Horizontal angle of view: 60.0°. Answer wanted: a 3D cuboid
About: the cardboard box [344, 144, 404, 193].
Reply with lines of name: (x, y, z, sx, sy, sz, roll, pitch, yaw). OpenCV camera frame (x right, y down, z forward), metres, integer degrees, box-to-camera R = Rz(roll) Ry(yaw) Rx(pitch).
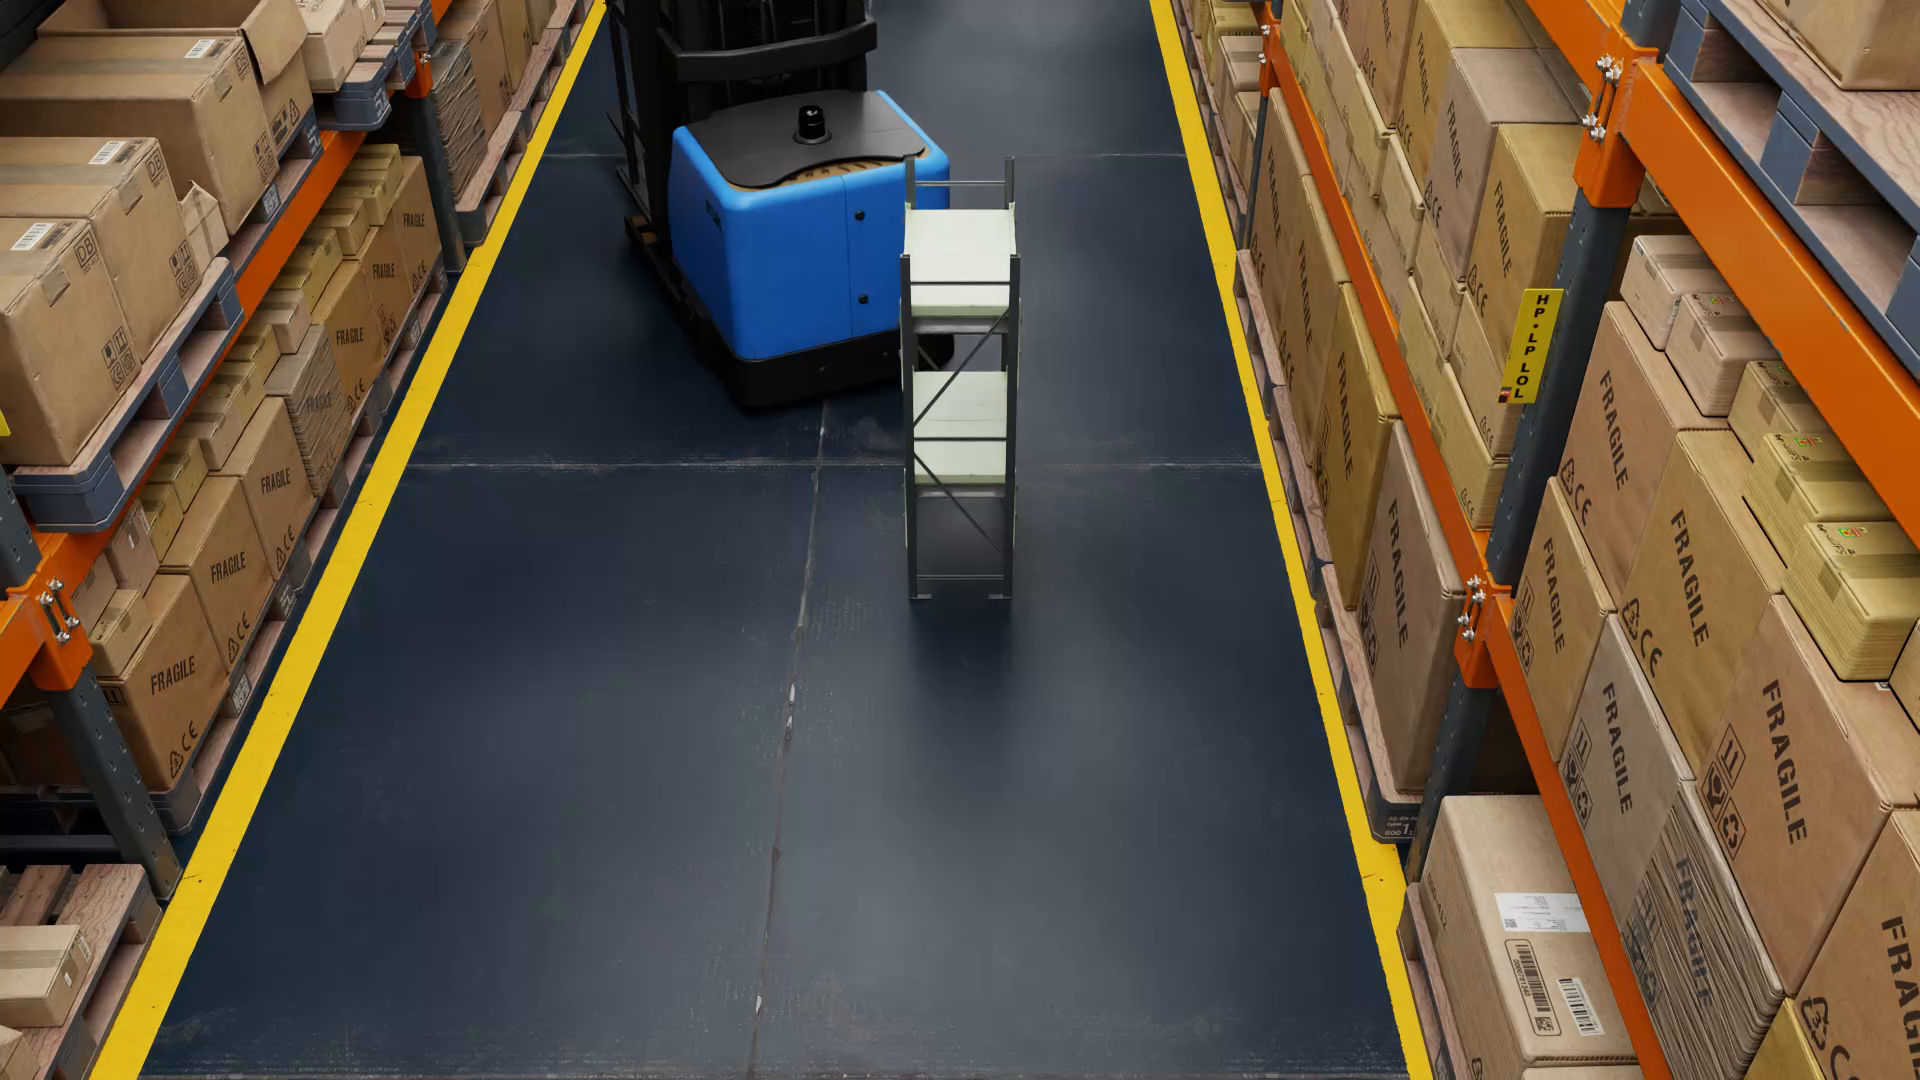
cardboard box: (-2.771, -1.686, 7.600, 0.380, 0.149, 0.250, -2, 39, -2)

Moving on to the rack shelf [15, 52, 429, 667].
rack shelf: (-3.023, -1.022, 6.202, 1.077, 0.370, 4.000, 0, 39, 0)

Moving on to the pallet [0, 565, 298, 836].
pallet: (-3.059, 0.528, 5.923, 1.003, 0.211, 1.213, 0, 39, 0)

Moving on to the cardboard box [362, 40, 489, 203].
cardboard box: (-3.012, -2.181, 8.635, 0.875, 0.625, 0.625, 1, 39, 1)

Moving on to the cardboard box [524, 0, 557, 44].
cardboard box: (-3.025, -3.480, 10.257, 0.875, 0.625, 0.625, 0, 39, 0)

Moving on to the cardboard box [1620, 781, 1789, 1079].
cardboard box: (1.672, 0.823, 3.245, 0.500, 0.500, 0.500, 0, 39, 0)

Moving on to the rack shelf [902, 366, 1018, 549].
rack shelf: (0.000, -0.335, 6.490, 0.431, 0.370, 0.720, 0, 39, 0)

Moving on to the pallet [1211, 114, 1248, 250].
pallet: (1.939, -1.960, 9.027, 1.003, 0.211, 1.213, 0, 39, 0)

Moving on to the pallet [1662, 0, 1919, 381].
pallet: (1.934, -0.682, 2.875, 1.003, 0.211, 1.213, 0, 39, 0)

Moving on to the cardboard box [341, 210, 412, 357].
cardboard box: (-2.820, -1.164, 7.467, 0.500, 0.500, 0.500, -1, 39, -1)

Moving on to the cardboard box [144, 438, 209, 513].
cardboard box: (-2.858, -0.223, 5.774, 0.380, 0.149, 0.250, -1, 39, -1)

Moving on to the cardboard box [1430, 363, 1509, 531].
cardboard box: (1.691, -0.280, 4.820, 0.500, 0.250, 0.500, -1, 39, -1)

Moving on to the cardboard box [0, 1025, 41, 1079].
cardboard box: (-2.726, 1.423, 4.427, 0.396, 0.266, 0.258, 1, 39, 2)

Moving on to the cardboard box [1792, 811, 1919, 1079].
cardboard box: (1.683, 0.763, 2.520, 0.500, 0.500, 0.500, 0, 39, 0)

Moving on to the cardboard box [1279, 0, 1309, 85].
cardboard box: (1.688, -2.194, 7.210, 0.500, 0.250, 0.500, -1, 39, -1)

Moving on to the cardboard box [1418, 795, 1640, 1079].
cardboard box: (1.837, 1.171, 4.603, 0.875, 0.438, 0.875, -1, 39, -1)

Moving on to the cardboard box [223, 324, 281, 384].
cardboard box: (-2.848, -0.703, 6.373, 0.380, 0.149, 0.250, 0, 39, 0)

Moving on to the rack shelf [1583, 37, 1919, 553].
rack shelf: (1.945, 0.303, 2.150, 1.077, 0.370, 4.000, 0, 39, 0)

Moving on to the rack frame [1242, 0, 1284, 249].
rack frame: (1.939, -2.559, 7.545, 1.000, 3.000, 0.127, 0, 39, 0)

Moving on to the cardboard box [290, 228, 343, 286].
cardboard box: (-2.829, -1.186, 6.975, 0.380, 0.149, 0.250, 1, 39, 1)

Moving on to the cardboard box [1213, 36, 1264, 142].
cardboard box: (1.939, -2.512, 9.252, 0.950, 0.372, 0.625, -1, 39, -1)

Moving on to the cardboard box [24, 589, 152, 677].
cardboard box: (-2.755, 0.282, 5.144, 0.380, 0.149, 0.250, 2, 39, 2)

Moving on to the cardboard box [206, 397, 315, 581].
cardboard box: (-2.803, -0.188, 6.249, 0.500, 0.500, 0.500, -1, 39, -1)

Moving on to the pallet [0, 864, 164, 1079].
pallet: (-3.021, 1.466, 4.752, 1.003, 0.211, 1.213, 0, 39, 0)

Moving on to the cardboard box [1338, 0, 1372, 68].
cardboard box: (1.690, -2.046, 6.025, 0.500, 0.500, 0.500, 1, 39, 1)

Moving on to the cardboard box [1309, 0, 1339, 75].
cardboard box: (1.692, -2.055, 6.636, 0.500, 0.250, 0.500, 1, 39, 1)

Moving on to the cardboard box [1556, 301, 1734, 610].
cardboard box: (1.701, -0.189, 3.708, 0.500, 0.500, 0.500, 0, 39, 0)

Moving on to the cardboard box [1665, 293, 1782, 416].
cardboard box: (1.700, -0.382, 3.430, 0.380, 0.149, 0.250, 1, 39, 1)

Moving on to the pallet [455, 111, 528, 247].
pallet: (-2.987, -1.980, 9.052, 1.003, 0.211, 1.213, 0, 39, 0)

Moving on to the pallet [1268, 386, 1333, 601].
pallet: (1.863, -0.217, 6.852, 1.003, 0.211, 1.213, 0, 39, 0)

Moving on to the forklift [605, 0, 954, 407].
forklift: (-1.089, -2.653, 7.716, 1.130, 2.935, 3.031, -16, 41, -19)

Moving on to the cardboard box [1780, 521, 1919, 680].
cardboard box: (1.653, 0.099, 2.829, 0.380, 0.149, 0.250, -1, 39, -1)

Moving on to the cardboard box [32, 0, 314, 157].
cardboard box: (-2.838, -1.737, 6.100, 0.797, 0.503, 0.637, -1, 39, -1)

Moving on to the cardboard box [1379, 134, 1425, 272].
cardboard box: (1.685, -1.106, 5.452, 0.500, 0.250, 0.500, 1, 39, 1)

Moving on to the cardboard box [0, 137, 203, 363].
cardboard box: (-2.798, -0.881, 5.035, 0.700, 0.500, 0.500, 0, 39, 0)

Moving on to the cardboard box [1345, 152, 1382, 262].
cardboard box: (1.705, -1.237, 6.014, 0.500, 0.250, 0.500, 0, 39, 0)

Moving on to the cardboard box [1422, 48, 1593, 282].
cardboard box: (1.684, -1.090, 4.832, 0.500, 0.500, 0.500, 1, 39, 1)

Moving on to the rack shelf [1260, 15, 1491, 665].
rack shelf: (1.941, -1.028, 6.209, 1.077, 0.370, 4.000, 0, 39, 0)

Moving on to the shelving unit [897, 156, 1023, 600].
shelving unit: (0.000, -0.589, 6.286, 0.431, 1.500, 0.755, 0, 39, 0)

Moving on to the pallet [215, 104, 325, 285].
pallet: (-3.018, -1.262, 6.080, 1.003, 0.211, 1.213, 0, 39, 0)

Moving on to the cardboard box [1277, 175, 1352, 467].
cardboard box: (1.853, -0.904, 6.843, 0.875, 0.875, 0.875, 0, 39, 1)

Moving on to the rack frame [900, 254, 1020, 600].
rack frame: (0.000, -0.361, 6.001, 0.400, 1.500, 0.023, 0, 39, 0)
